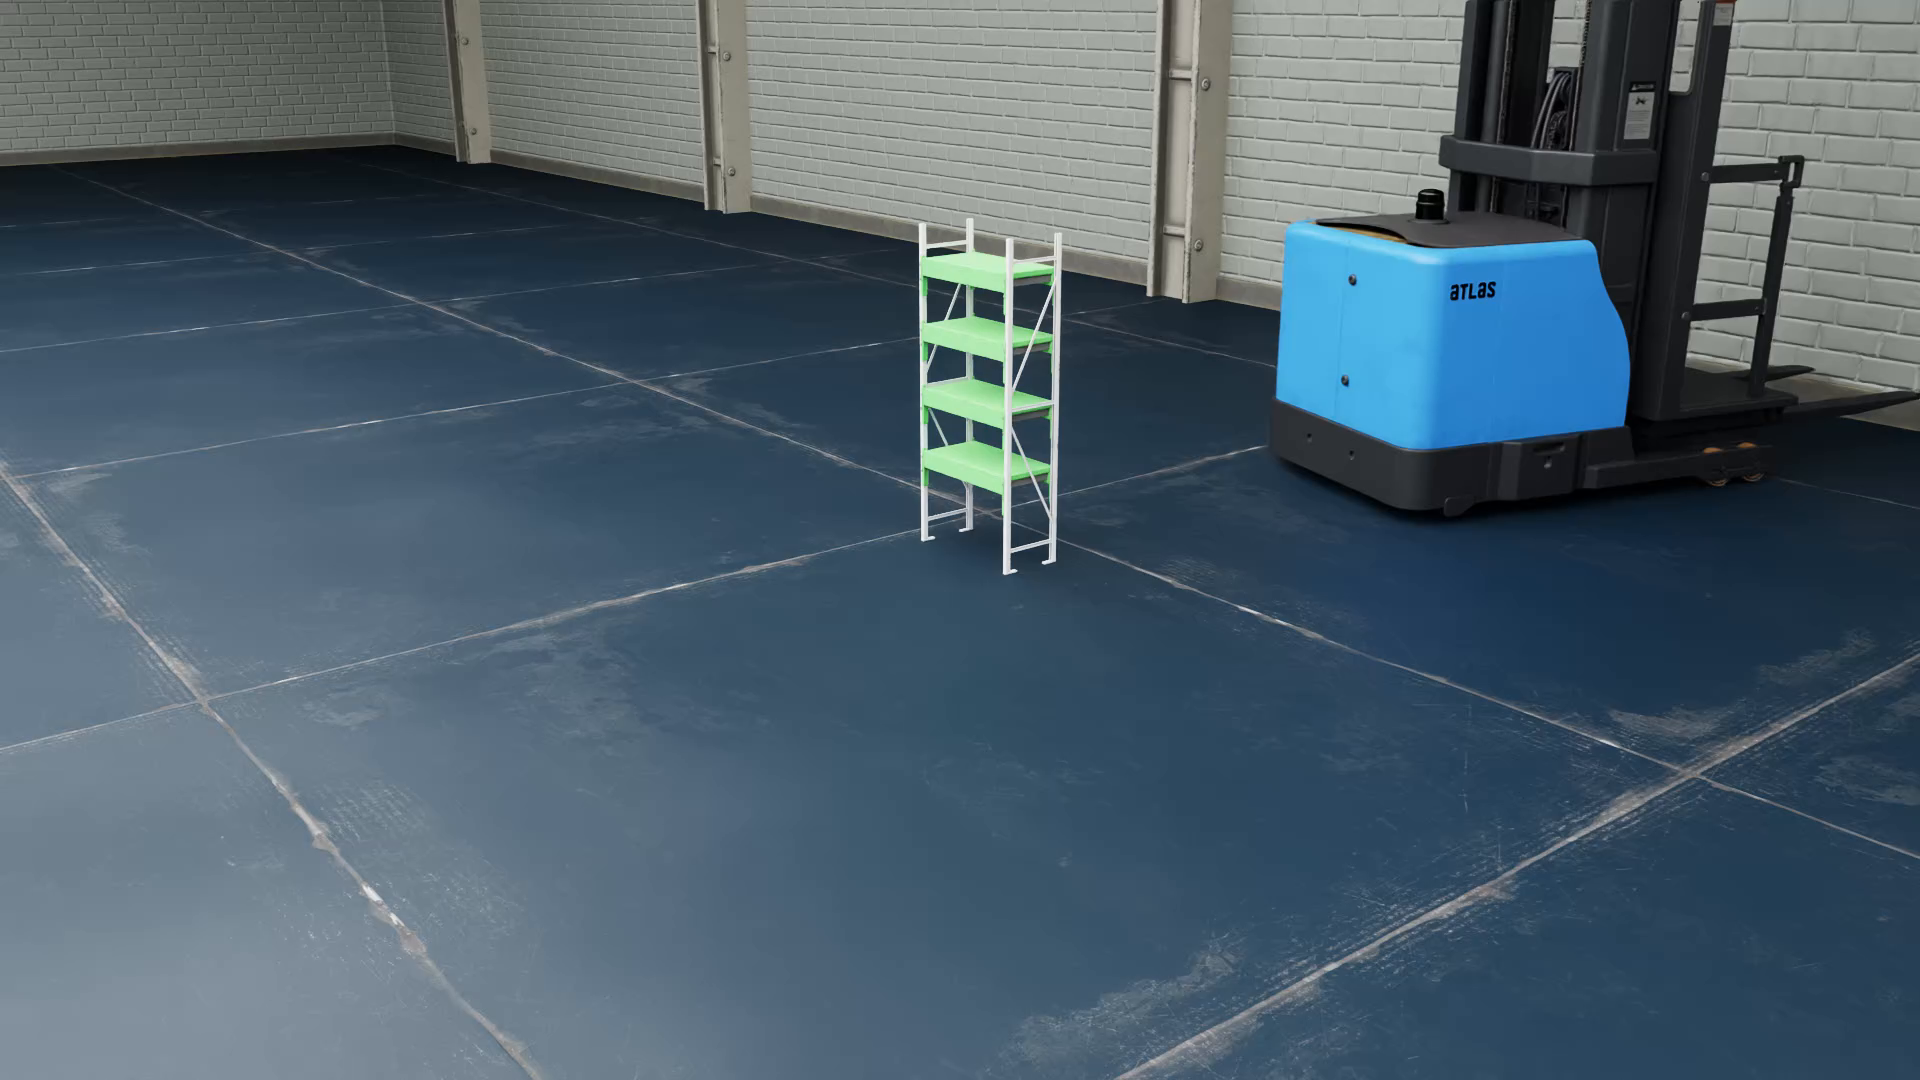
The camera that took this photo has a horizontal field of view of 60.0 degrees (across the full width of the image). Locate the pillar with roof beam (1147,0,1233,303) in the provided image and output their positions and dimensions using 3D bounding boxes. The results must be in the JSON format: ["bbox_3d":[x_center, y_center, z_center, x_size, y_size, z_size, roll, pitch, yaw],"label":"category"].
[{"bbox_3d":[-1.851,-5.097,7.441,9.100,9.000,0.400,-14,23,-36],"label":"pillar with roof beam"}]

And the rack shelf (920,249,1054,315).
[{"bbox_3d":[0.103,-0.924,5.920,0.258,0.148,0.480,-14,23,-36],"label":"rack shelf"}]

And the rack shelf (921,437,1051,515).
[{"bbox_3d":[0.103,-0.240,6.146,0.258,0.148,0.480,-14,23,-36],"label":"rack shelf"}]

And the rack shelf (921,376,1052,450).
[{"bbox_3d":[0.103,-0.468,6.071,0.258,0.148,0.480,-14,23,-36],"label":"rack shelf"}]

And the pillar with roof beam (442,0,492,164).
[{"bbox_3d":[-9.302,-8.054,16.371,9.100,9.000,0.400,-14,23,-36],"label":"pillar with roof beam"}]

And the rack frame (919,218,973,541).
[{"bbox_3d":[-0.049,-0.589,6.232,0.240,1.200,0.015,-14,23,-36],"label":"rack frame"}]

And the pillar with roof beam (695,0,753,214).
[{"bbox_3d":[-5.577,-6.576,11.906,9.100,9.000,0.400,-14,23,-36],"label":"pillar with roof beam"}]

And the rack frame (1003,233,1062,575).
[{"bbox_3d":[0.254,-0.469,5.869,0.240,1.200,0.015,-14,23,-36],"label":"rack frame"}]

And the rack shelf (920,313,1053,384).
[{"bbox_3d":[0.103,-0.696,5.995,0.258,0.148,0.480,-14,23,-36],"label":"rack shelf"}]

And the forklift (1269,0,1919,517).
[{"bbox_3d":[2.927,-1.762,7.021,3.031,2.935,1.130,-7,20,-21],"label":"forklift"}]

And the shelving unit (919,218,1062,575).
[{"bbox_3d":[0.103,-0.529,6.051,0.258,1.200,0.503,-14,23,-36],"label":"shelving unit"}]
